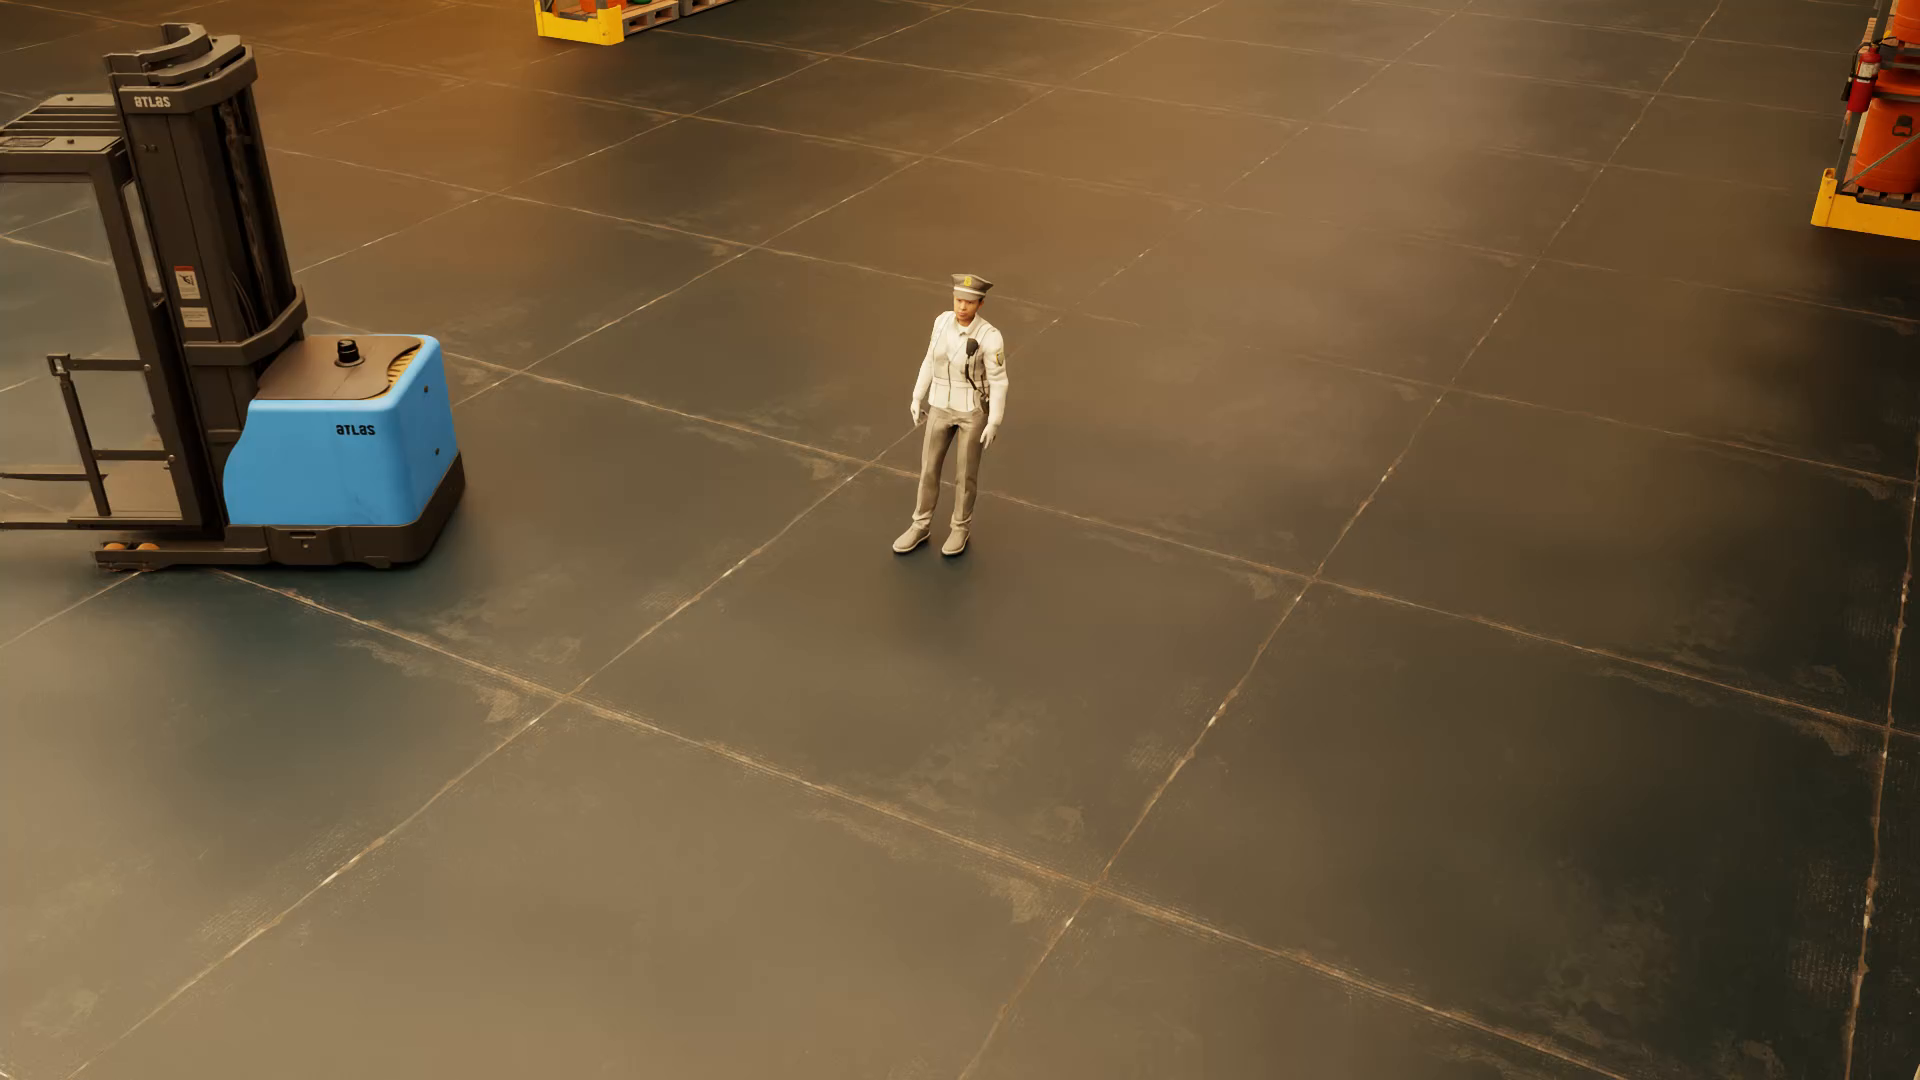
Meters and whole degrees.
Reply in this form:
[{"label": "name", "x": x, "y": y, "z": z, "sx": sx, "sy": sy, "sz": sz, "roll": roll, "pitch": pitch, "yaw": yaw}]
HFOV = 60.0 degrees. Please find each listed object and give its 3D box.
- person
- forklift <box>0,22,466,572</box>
[{"label": "person", "x": -0.040, "y": -0.712, "z": 9.526, "sx": 0.586, "sy": 1.694, "sz": 0.530, "roll": 15, "pitch": 33, "yaw": 25}, {"label": "forklift", "x": -4.628, "y": -1.347, "z": 9.404, "sx": 3.031, "sy": 2.935, "sz": 1.130, "roll": 0, "pitch": 30, "yaw": 1}]
